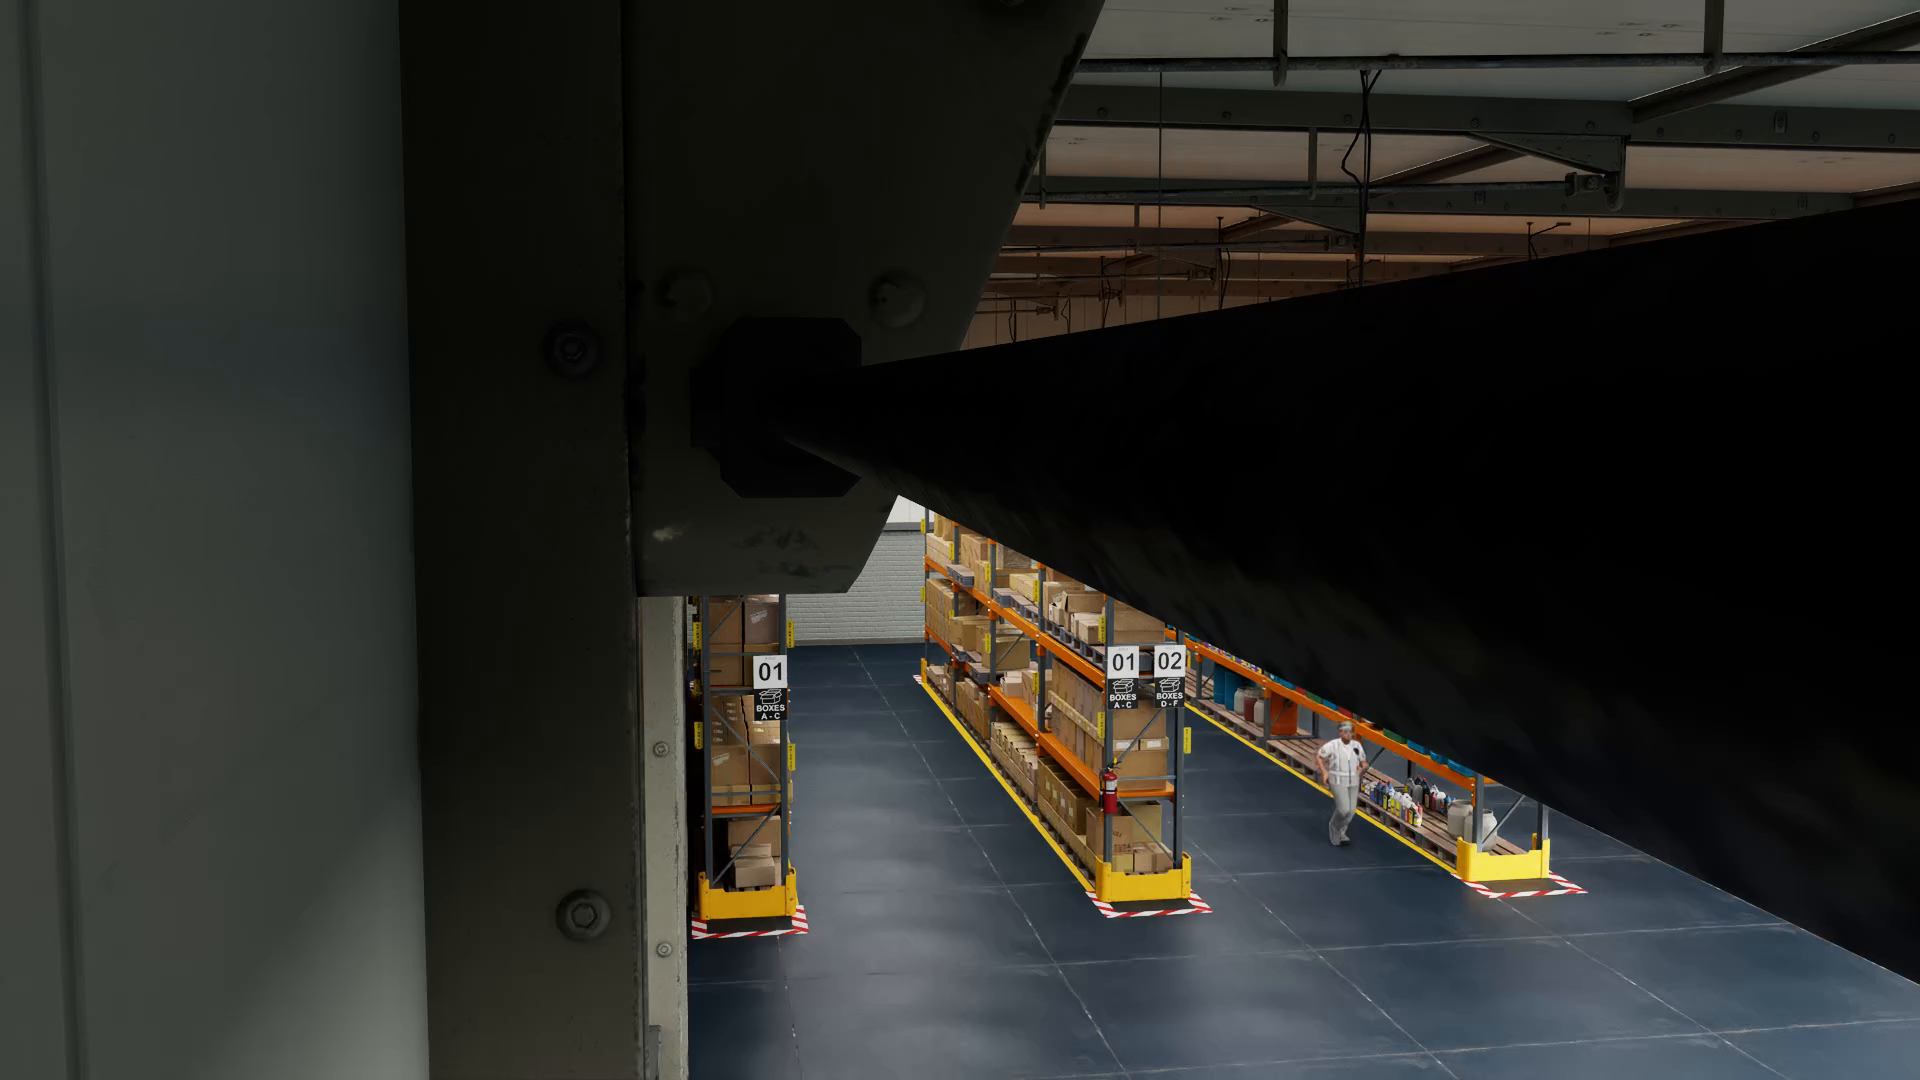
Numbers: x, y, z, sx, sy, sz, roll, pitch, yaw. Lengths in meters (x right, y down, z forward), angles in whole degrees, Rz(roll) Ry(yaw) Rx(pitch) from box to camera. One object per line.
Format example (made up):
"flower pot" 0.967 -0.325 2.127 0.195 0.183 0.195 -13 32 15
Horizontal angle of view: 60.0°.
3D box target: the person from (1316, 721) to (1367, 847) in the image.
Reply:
"person" 5.391 3.408 23.242 0.646 1.774 0.677 -1 5 -13
